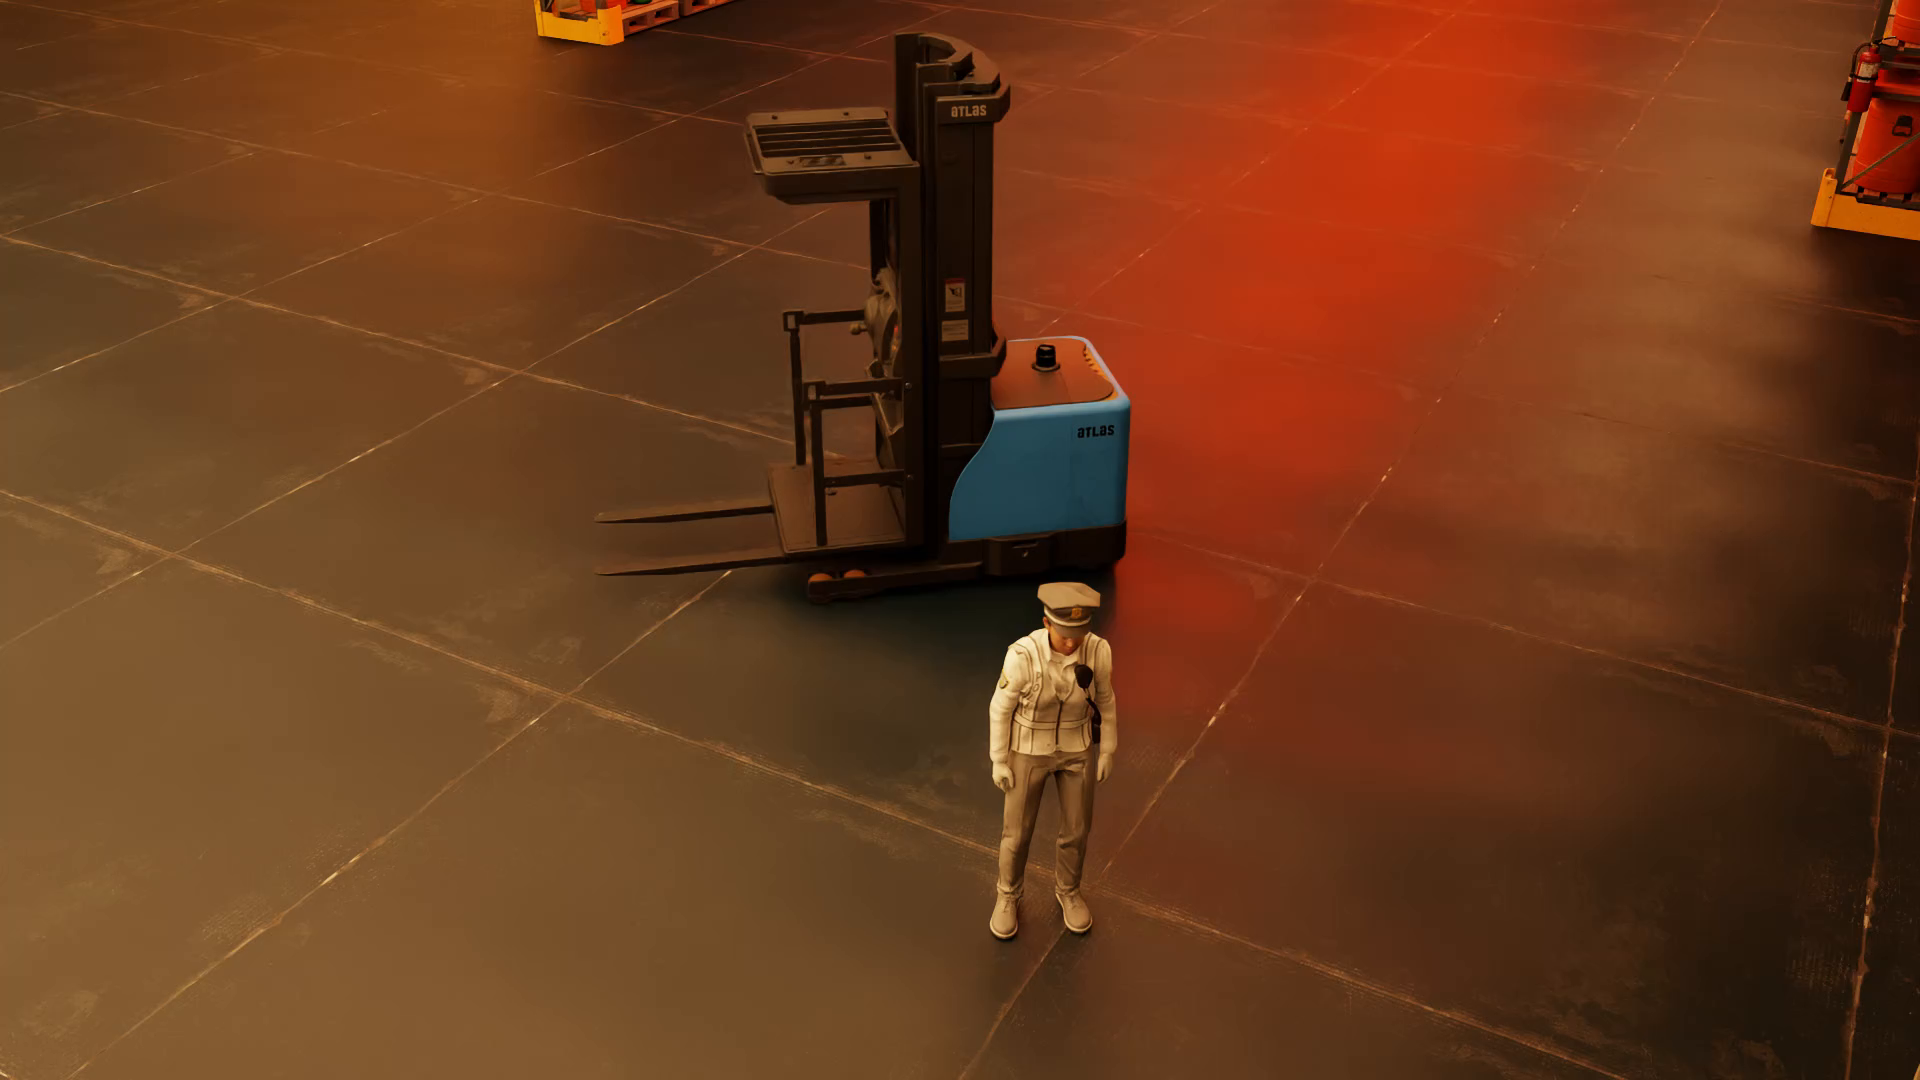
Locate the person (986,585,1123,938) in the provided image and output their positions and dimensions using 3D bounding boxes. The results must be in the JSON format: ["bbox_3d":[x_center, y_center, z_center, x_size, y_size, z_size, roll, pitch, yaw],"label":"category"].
[{"bbox_3d":[0.369,0.909,6.772,0.561,1.658,0.425,11,32,19],"label":"person"}]

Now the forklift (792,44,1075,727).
[{"bbox_3d":[-0.137,-0.955,8.726,1.130,2.935,3.031,7,31,12],"label":"forklift"}]
